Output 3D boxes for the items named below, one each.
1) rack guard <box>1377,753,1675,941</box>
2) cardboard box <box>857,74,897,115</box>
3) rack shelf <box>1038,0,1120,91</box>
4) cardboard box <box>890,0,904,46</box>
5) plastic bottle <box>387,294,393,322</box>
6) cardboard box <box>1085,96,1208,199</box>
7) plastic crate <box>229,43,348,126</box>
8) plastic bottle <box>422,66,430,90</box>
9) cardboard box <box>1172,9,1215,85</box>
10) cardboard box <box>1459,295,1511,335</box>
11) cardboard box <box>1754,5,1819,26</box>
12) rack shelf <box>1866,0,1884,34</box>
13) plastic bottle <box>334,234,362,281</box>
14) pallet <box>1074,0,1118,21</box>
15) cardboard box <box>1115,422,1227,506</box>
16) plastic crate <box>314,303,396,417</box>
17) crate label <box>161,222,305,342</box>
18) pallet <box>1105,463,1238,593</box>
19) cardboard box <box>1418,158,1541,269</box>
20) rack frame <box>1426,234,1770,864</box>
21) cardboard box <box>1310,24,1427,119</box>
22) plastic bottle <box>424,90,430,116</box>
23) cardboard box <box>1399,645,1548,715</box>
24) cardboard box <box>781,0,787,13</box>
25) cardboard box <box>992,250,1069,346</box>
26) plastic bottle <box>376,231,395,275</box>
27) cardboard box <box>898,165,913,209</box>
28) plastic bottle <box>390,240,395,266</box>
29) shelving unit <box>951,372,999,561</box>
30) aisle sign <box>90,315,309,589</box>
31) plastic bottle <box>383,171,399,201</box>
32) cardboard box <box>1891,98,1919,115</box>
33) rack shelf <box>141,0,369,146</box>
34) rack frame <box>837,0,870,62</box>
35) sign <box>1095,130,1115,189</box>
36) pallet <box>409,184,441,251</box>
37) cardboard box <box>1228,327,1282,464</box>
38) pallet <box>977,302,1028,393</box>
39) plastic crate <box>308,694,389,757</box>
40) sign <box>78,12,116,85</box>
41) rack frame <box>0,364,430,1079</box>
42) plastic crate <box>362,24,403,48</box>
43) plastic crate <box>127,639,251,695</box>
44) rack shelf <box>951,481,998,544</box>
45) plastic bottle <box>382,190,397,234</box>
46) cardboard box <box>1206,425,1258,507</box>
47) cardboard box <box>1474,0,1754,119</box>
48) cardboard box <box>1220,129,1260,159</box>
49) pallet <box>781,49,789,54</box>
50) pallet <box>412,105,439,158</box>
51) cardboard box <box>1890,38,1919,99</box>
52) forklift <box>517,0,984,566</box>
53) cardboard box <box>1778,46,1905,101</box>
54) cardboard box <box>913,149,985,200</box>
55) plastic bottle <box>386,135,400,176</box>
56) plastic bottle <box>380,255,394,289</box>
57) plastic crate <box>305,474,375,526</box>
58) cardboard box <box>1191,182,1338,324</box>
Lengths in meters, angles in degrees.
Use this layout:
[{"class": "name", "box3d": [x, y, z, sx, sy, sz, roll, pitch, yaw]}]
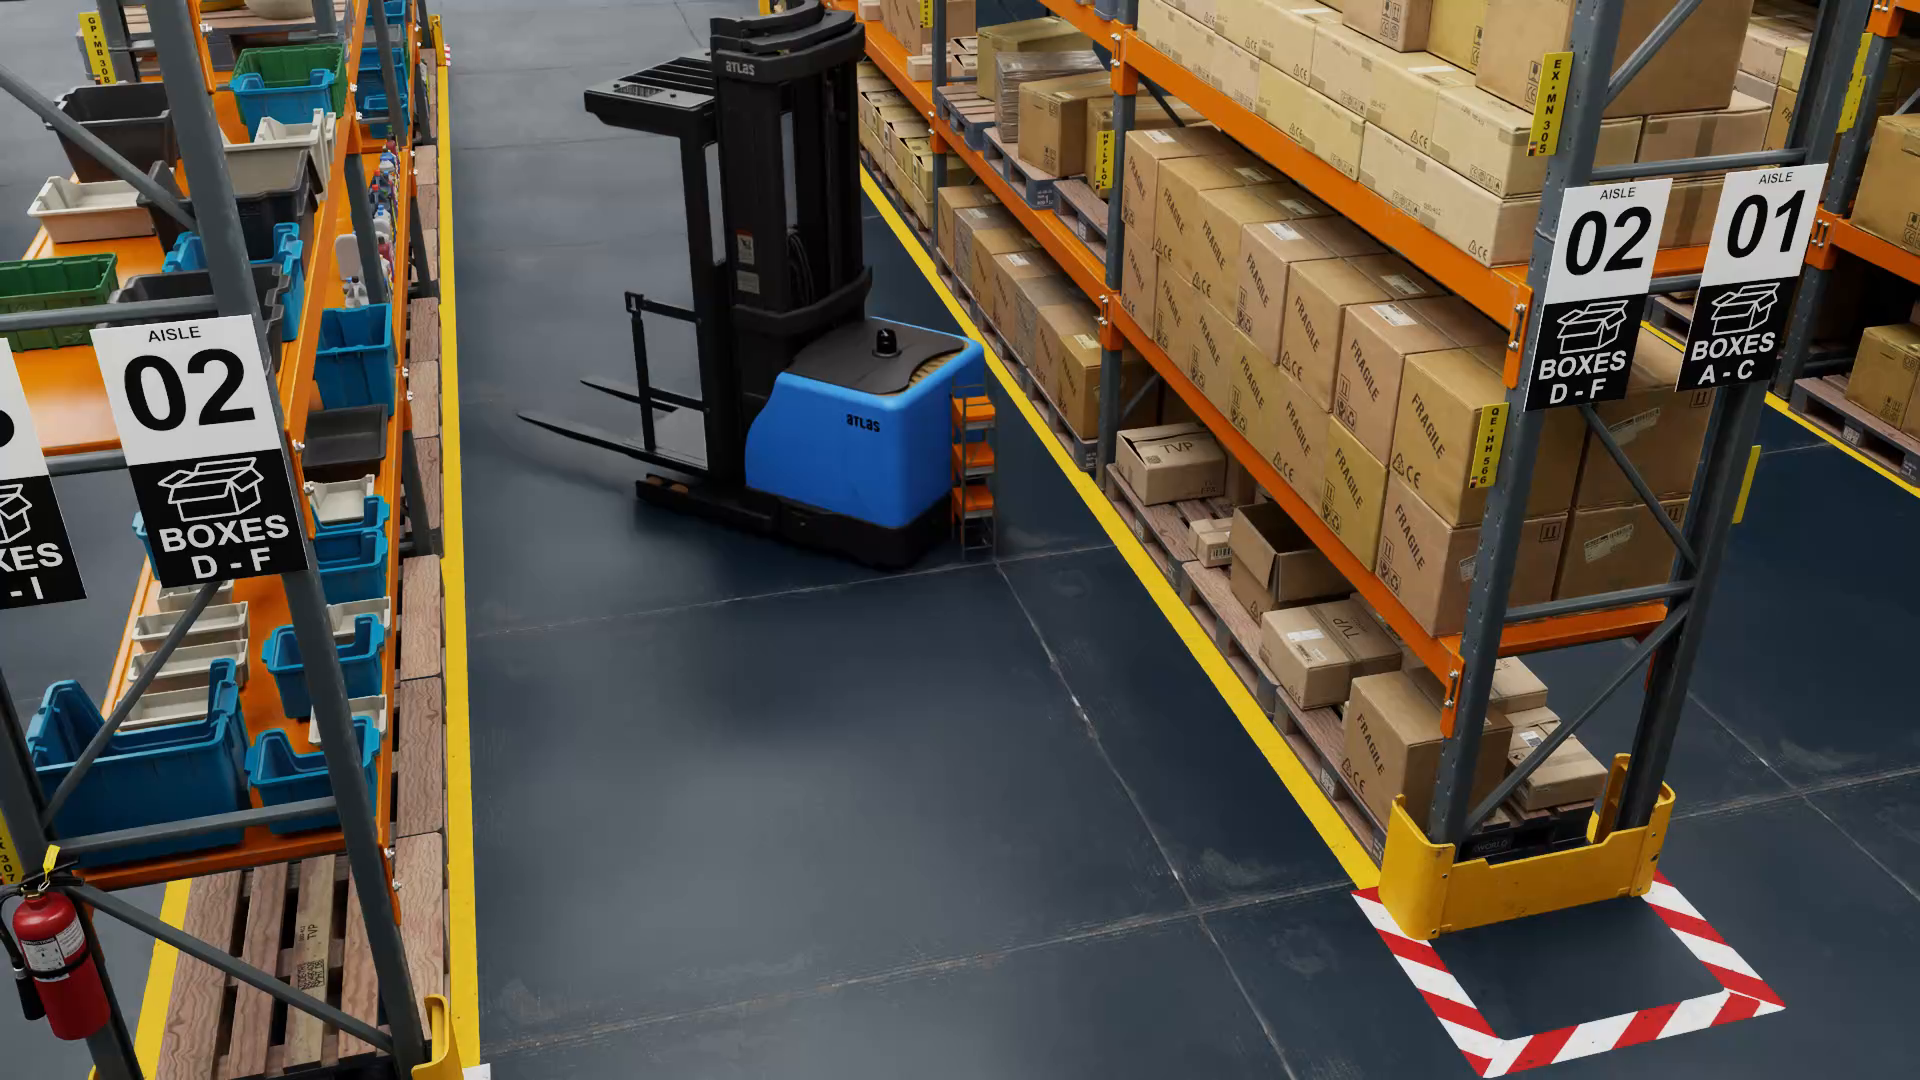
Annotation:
[{"class": "rack guard", "box3d": [2.383, 1.289, 7.024, 1.175, 0.500, 0.348, -8, 31, -13]}, {"class": "cardboard box", "box3d": [-0.785, -4.311, 15.970, 0.500, 0.311, 0.500, -8, 31, -14]}, {"class": "rack shelf", "box3d": [0.810, -3.641, 10.770, 1.077, 0.370, 4.000, -8, 31, -13]}, {"class": "cardboard box", "box3d": [-0.321, -4.726, 14.821, 0.500, 0.500, 0.500, -8, 31, -13]}, {"class": "plastic bottle", "box3d": [-3.205, -1.297, 9.195, 0.097, 0.201, 0.097, 0, 30, 0]}, {"class": "cardboard box", "box3d": [1.187, -2.495, 10.548, 0.700, 0.500, 0.500, -3, 30, -5]}, {"class": "plastic crate", "box3d": [-3.032, -2.073, 7.555, 0.450, 0.188, 0.662, -8, 31, -13]}, {"class": "plastic bottle", "box3d": [-5.633, -4.818, 17.359, 0.152, 0.276, 0.135, -9, 31, -15]}, {"class": "cardboard box", "box3d": [1.360, -2.412, 8.078, 0.500, 0.250, 0.500, -8, 31, -13]}, {"class": "cardboard box", "box3d": [2.393, -0.733, 6.924, 0.500, 0.500, 0.500, -8, 31, -13]}, {"class": "cardboard box", "box3d": [5.962, -3.604, 11.817, 0.500, 0.250, 0.500, -9, 31, -15]}, {"class": "rack shelf", "box3d": [5.585, -4.301, 11.911, 1.077, 0.370, 4.000, -8, 31, -13]}, {"class": "plastic bottle", "box3d": [-3.584, -1.679, 9.780, 0.152, 0.276, 0.135, -8, 31, -13]}, {"class": "pallet", "box3d": [1.236, -3.229, 9.528, 1.213, 0.211, 1.003, -8, 31, -13]}, {"class": "cardboard box", "box3d": [1.244, -0.483, 9.836, 0.500, 0.311, 0.500, -8, 31, -13]}, {"class": "plastic crate", "box3d": [-2.983, -0.870, 8.215, 0.392, 0.384, 0.575, -8, 31, -13]}, {"class": "crate label", "box3d": [-2.307, -0.822, 5.330, 0.408, 0.251, 0.502, -8, 31, -13]}, {"class": "pallet", "box3d": [1.522, -0.149, 9.798, 1.003, 0.211, 1.213, -8, 31, -13]}, {"class": "cardboard box", "box3d": [2.012, -1.203, 5.989, 0.500, 0.250, 0.500, -8, 31, -13]}, {"class": "rack frame", "box3d": [2.403, 0.244, 6.335, 1.000, 3.000, 0.127, -8, 31, -13]}, {"class": "cardboard box", "box3d": [1.758, -1.904, 6.701, 0.500, 0.250, 0.500, -8, 31, -13]}, {"class": "plastic bottle", "box3d": [-5.373, -4.384, 16.535, 0.144, 0.351, 0.185, -7, 31, -12]}, {"class": "cardboard box", "box3d": [2.399, 0.702, 7.849, 0.500, 0.250, 0.500, -8, 31, -13]}, {"class": "cardboard box", "box3d": [-1.782, -6.270, 19.166, 0.500, 0.500, 0.500, -8, 31, -13]}, {"class": "cardboard box", "box3d": [0.541, -1.724, 11.791, 0.500, 0.500, 0.500, -9, 31, -15]}, {"class": "plastic bottle", "box3d": [-3.437, -1.699, 9.815, 0.152, 0.276, 0.135, -8, 31, -13]}, {"class": "cardboard box", "box3d": [-0.236, -3.082, 14.406, 0.500, 0.250, 0.500, -8, 31, -14]}, {"class": "plastic bottle", "box3d": [-3.441, -1.726, 9.937, 0.097, 0.201, 0.097, 0, 30, 0]}, {"class": "shelving unit", "box3d": [0.081, -0.408, 9.405, 0.215, 1.050, 0.252, -7, 31, -12]}, {"class": "aisle sign", "box3d": [-2.068, -0.229, 4.557, 0.394, 0.787, 0.004, -8, 31, -13]}, {"class": "plastic bottle", "box3d": [-3.775, -2.334, 10.986, 0.097, 0.201, 0.097, 0, 30, 0]}, {"class": "cardboard box", "box3d": [6.237, -2.785, 11.150, 0.500, 0.500, 0.500, -9, 31, -15]}, {"class": "rack shelf", "box3d": [-3.967, -2.984, 9.635, 1.077, 0.370, 4.000, -8, 31, -13]}, {"class": "rack frame", "box3d": [-0.782, -5.552, 16.348, 1.000, 3.000, 0.127, -8, 31, -13]}, {"class": "sign", "box3d": [0.807, -2.114, 9.252, 0.100, 0.325, 0.005, -8, 31, -13]}, {"class": "pallet", "box3d": [-4.986, -2.724, 14.245, 1.003, 0.211, 1.213, -8, 31, -13]}, {"class": "cardboard box", "box3d": [1.620, -0.715, 7.891, 0.500, 0.500, 0.500, -8, 31, -14]}, {"class": "pallet", "box3d": [0.761, -1.459, 12.061, 1.003, 0.211, 1.213, -8, 31, -13]}, {"class": "plastic crate", "box3d": [-2.127, 0.660, 5.819, 0.250, 0.136, 0.298, -8, 31, -13]}, {"class": "sign", "box3d": [-3.967, -2.261, 7.659, 0.100, 0.325, 0.005, -8, 31, -13]}, {"class": "rack frame", "box3d": [-2.374, 0.901, 5.200, 1.000, 3.000, 0.127, -8, 31, -13]}, {"class": "plastic crate", "box3d": [-4.631, -3.812, 13.278, 0.402, 0.464, 0.583, -8, 31, -13]}, {"class": "plastic crate", "box3d": [-2.828, 0.477, 6.135, 0.396, 0.136, 0.243, -8, 31, -13]}, {"class": "rack shelf", "box3d": [0.080, -0.159, 9.551, 0.215, 0.259, 0.240, -7, 31, -12]}, {"class": "plastic bottle", "box3d": [-3.591, -2.068, 10.446, 0.061, 0.283, 0.133, -8, 31, -13]}, {"class": "cardboard box", "box3d": [1.766, -0.559, 9.778, 0.500, 0.500, 0.500, -8, 31, -13]}, {"class": "cardboard box", "box3d": [2.251, -1.776, 5.733, 0.700, 0.500, 0.500, -8, 31, -13]}, {"class": "cardboard box", "box3d": [1.725, -1.954, 9.034, 0.500, 0.500, 0.500, -8, 31, -13]}, {"class": "pallet", "box3d": [-1.601, -5.913, 19.755, 1.003, 0.211, 1.213, -8, 31, -13]}, {"class": "pallet", "box3d": [-5.697, -4.018, 16.482, 1.003, 0.211, 1.213, -8, 31, -13]}, {"class": "cardboard box", "box3d": [6.245, -3.111, 10.965, 0.500, 0.250, 0.500, -7, 31, -12]}, {"class": "forklift", "box3d": [-1.379, -1.649, 9.674, 3.031, 2.935, 1.130, 16, 34, 26]}, {"class": "cardboard box", "box3d": [5.745, -3.045, 10.852, 0.500, 0.250, 0.500, -7, 31, -12]}, {"class": "cardboard box", "box3d": [-0.097, -3.075, 13.834, 0.500, 0.311, 0.500, -7, 31, -12]}, {"class": "plastic bottle", "box3d": [-3.917, -2.663, 11.472, 0.061, 0.283, 0.133, -8, 31, -13]}, {"class": "plastic bottle", "box3d": [-3.344, -1.550, 9.632, 0.097, 0.201, 0.097, 0, 30, 0]}, {"class": "plastic crate", "box3d": [-2.684, -0.142, 7.205, 0.293, 0.136, 0.466, -8, 31, -13]}, {"class": "cardboard box", "box3d": [1.468, -1.402, 8.079, 0.500, 0.500, 0.500, -9, 31, -15]}]
